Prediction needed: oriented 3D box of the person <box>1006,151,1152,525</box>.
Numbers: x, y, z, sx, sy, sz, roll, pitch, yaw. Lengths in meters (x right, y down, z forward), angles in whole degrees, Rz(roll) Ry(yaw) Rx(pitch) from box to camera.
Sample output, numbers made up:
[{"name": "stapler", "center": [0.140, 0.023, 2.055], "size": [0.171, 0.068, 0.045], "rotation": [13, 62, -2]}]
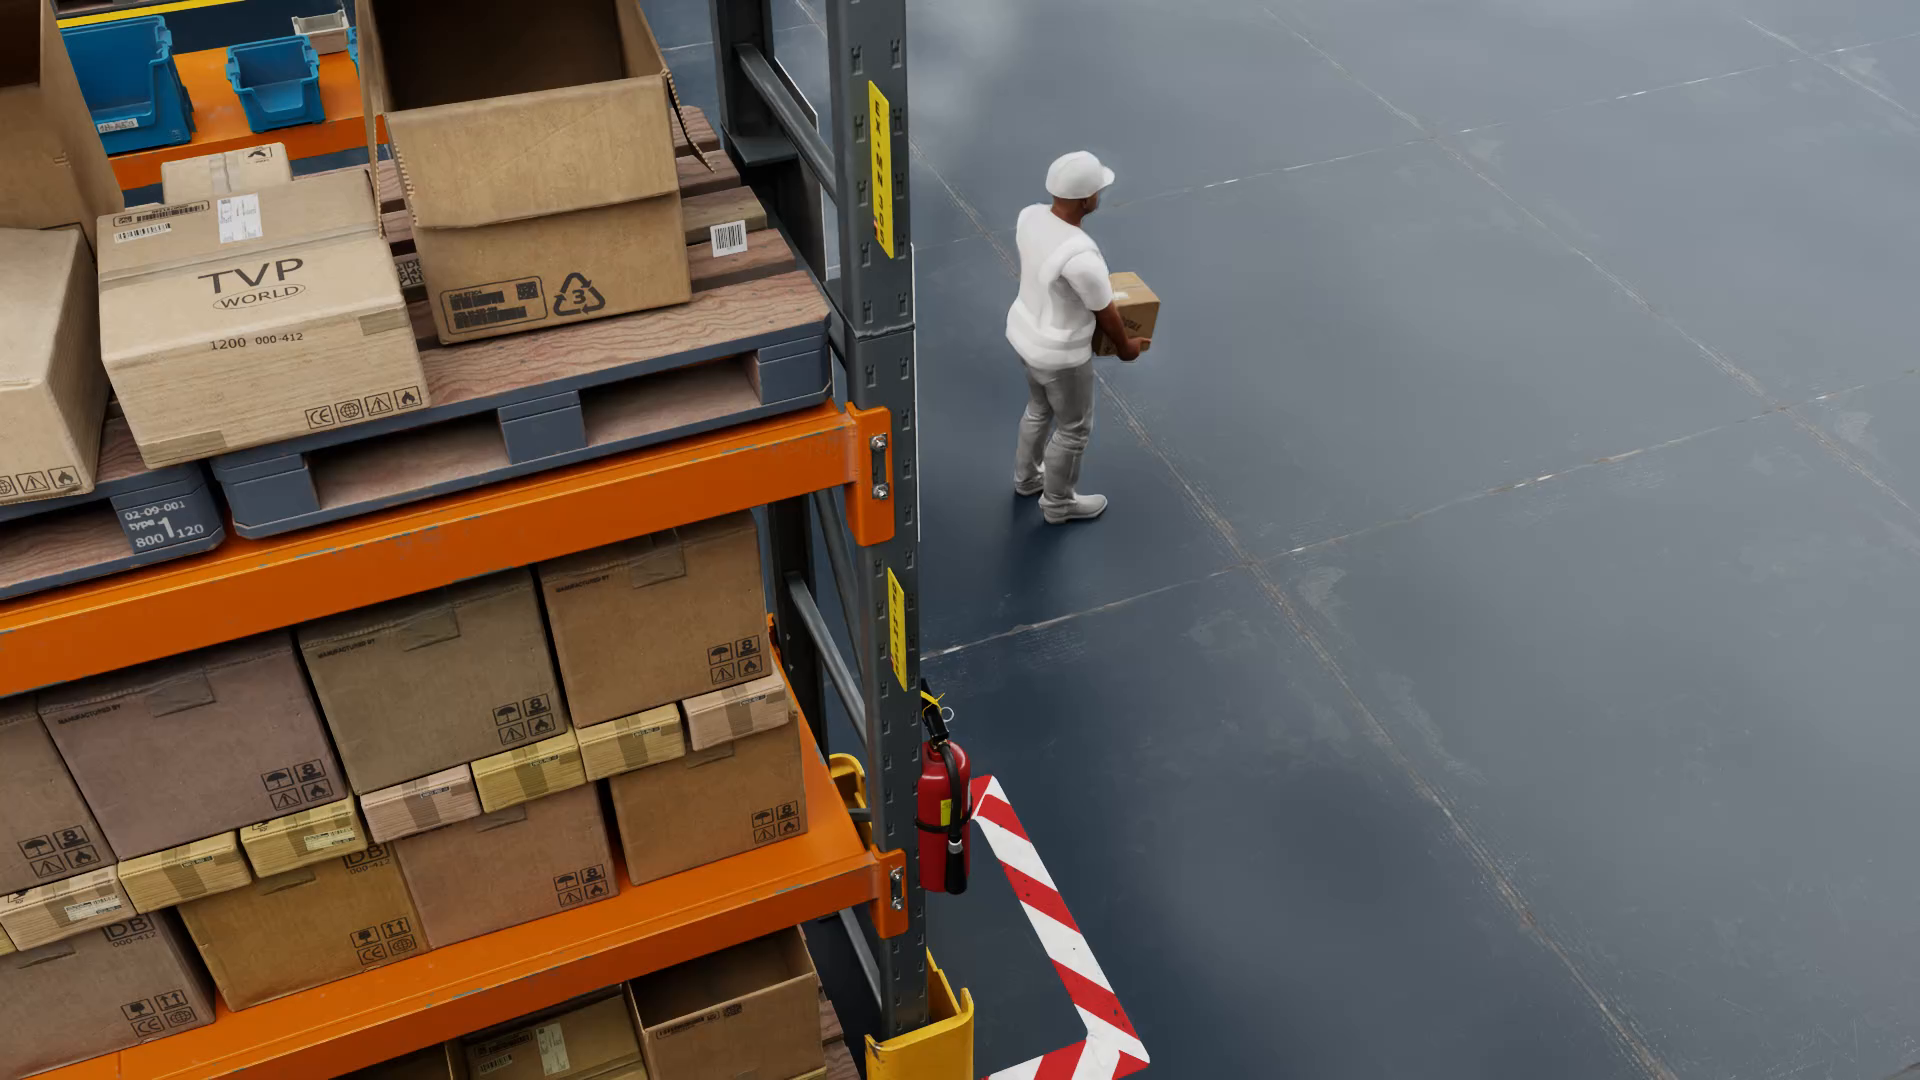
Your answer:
[{"name": "person", "center": [0.496, -0.867, 7.126], "size": [0.581, 1.758, 0.504], "rotation": [-16, 44, -17]}]
